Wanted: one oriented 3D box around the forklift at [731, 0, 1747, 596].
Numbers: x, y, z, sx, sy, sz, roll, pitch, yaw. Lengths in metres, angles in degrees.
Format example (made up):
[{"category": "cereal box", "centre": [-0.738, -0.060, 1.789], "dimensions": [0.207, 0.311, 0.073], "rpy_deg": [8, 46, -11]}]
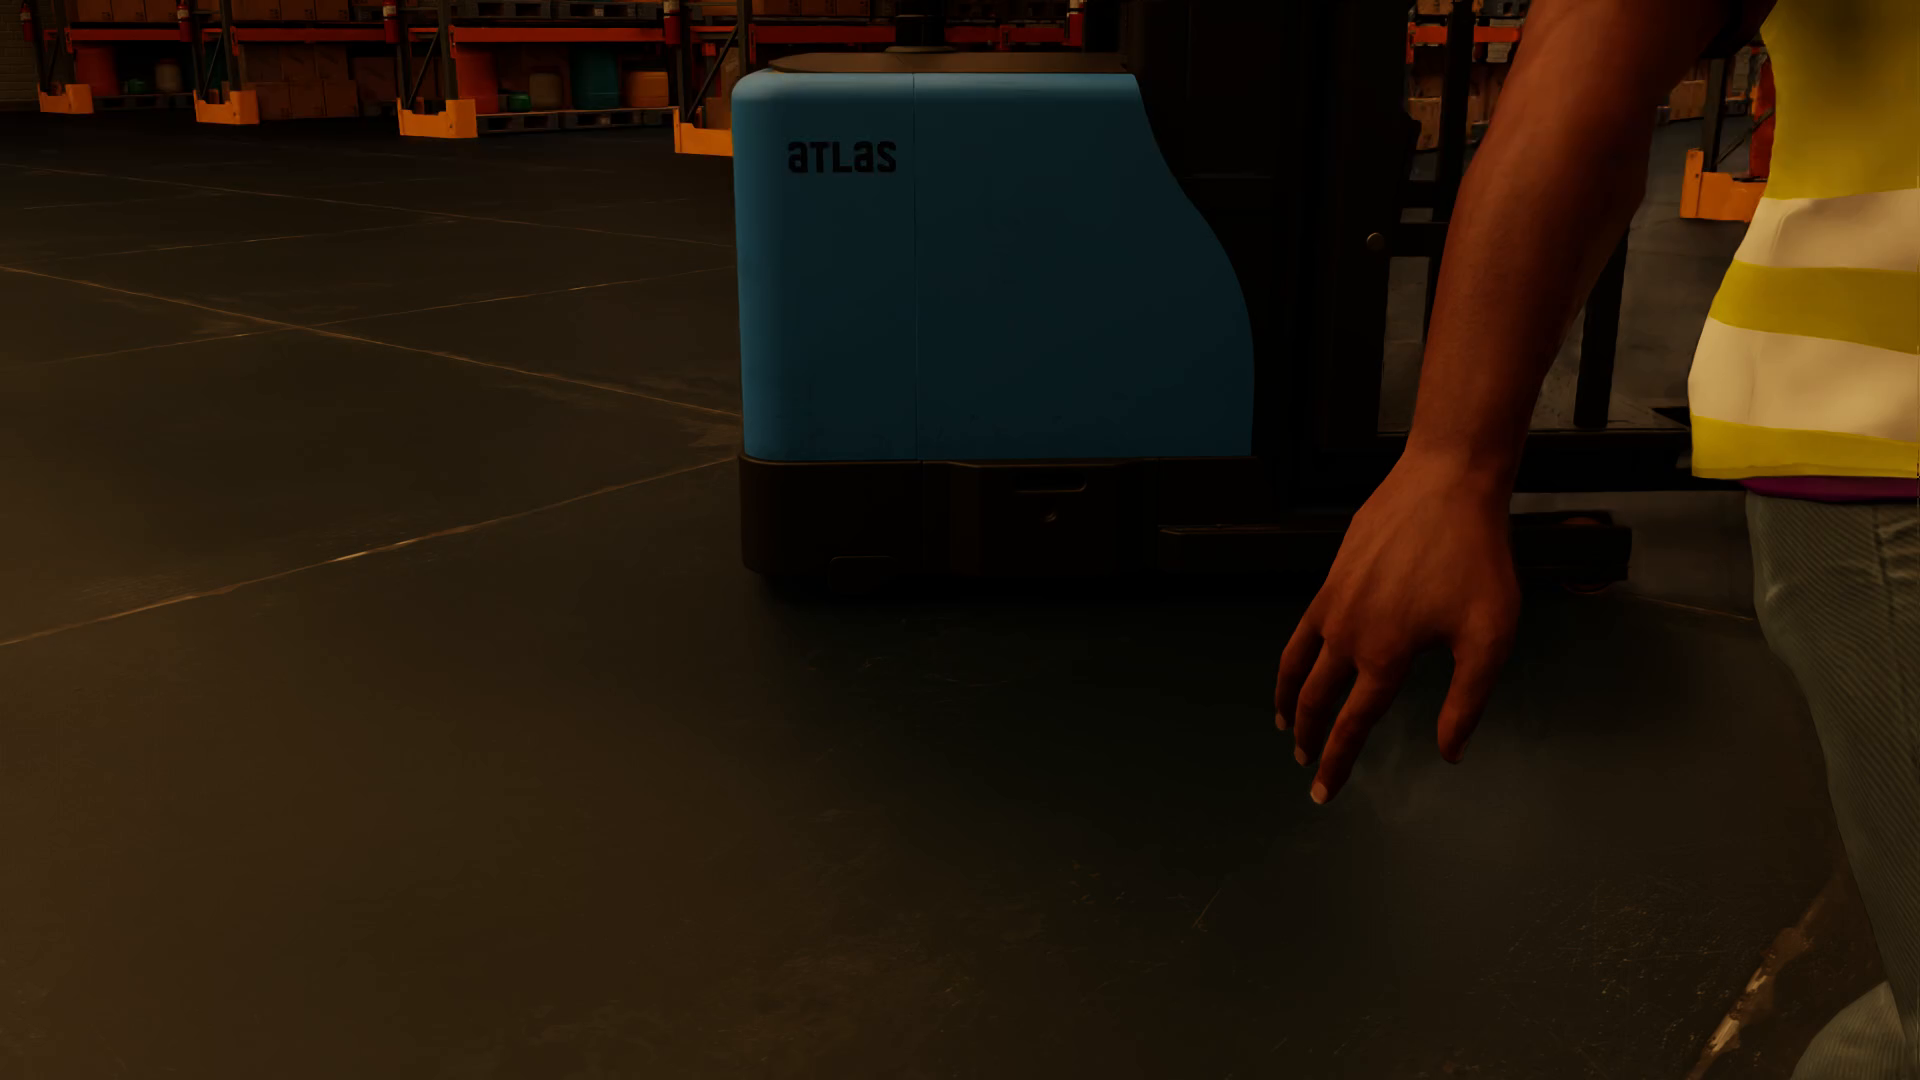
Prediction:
[{"category": "forklift", "centre": [1.027, -1.434, 3.618], "dimensions": [3.031, 2.935, 1.130], "rpy_deg": [-1, 17, -3]}]
